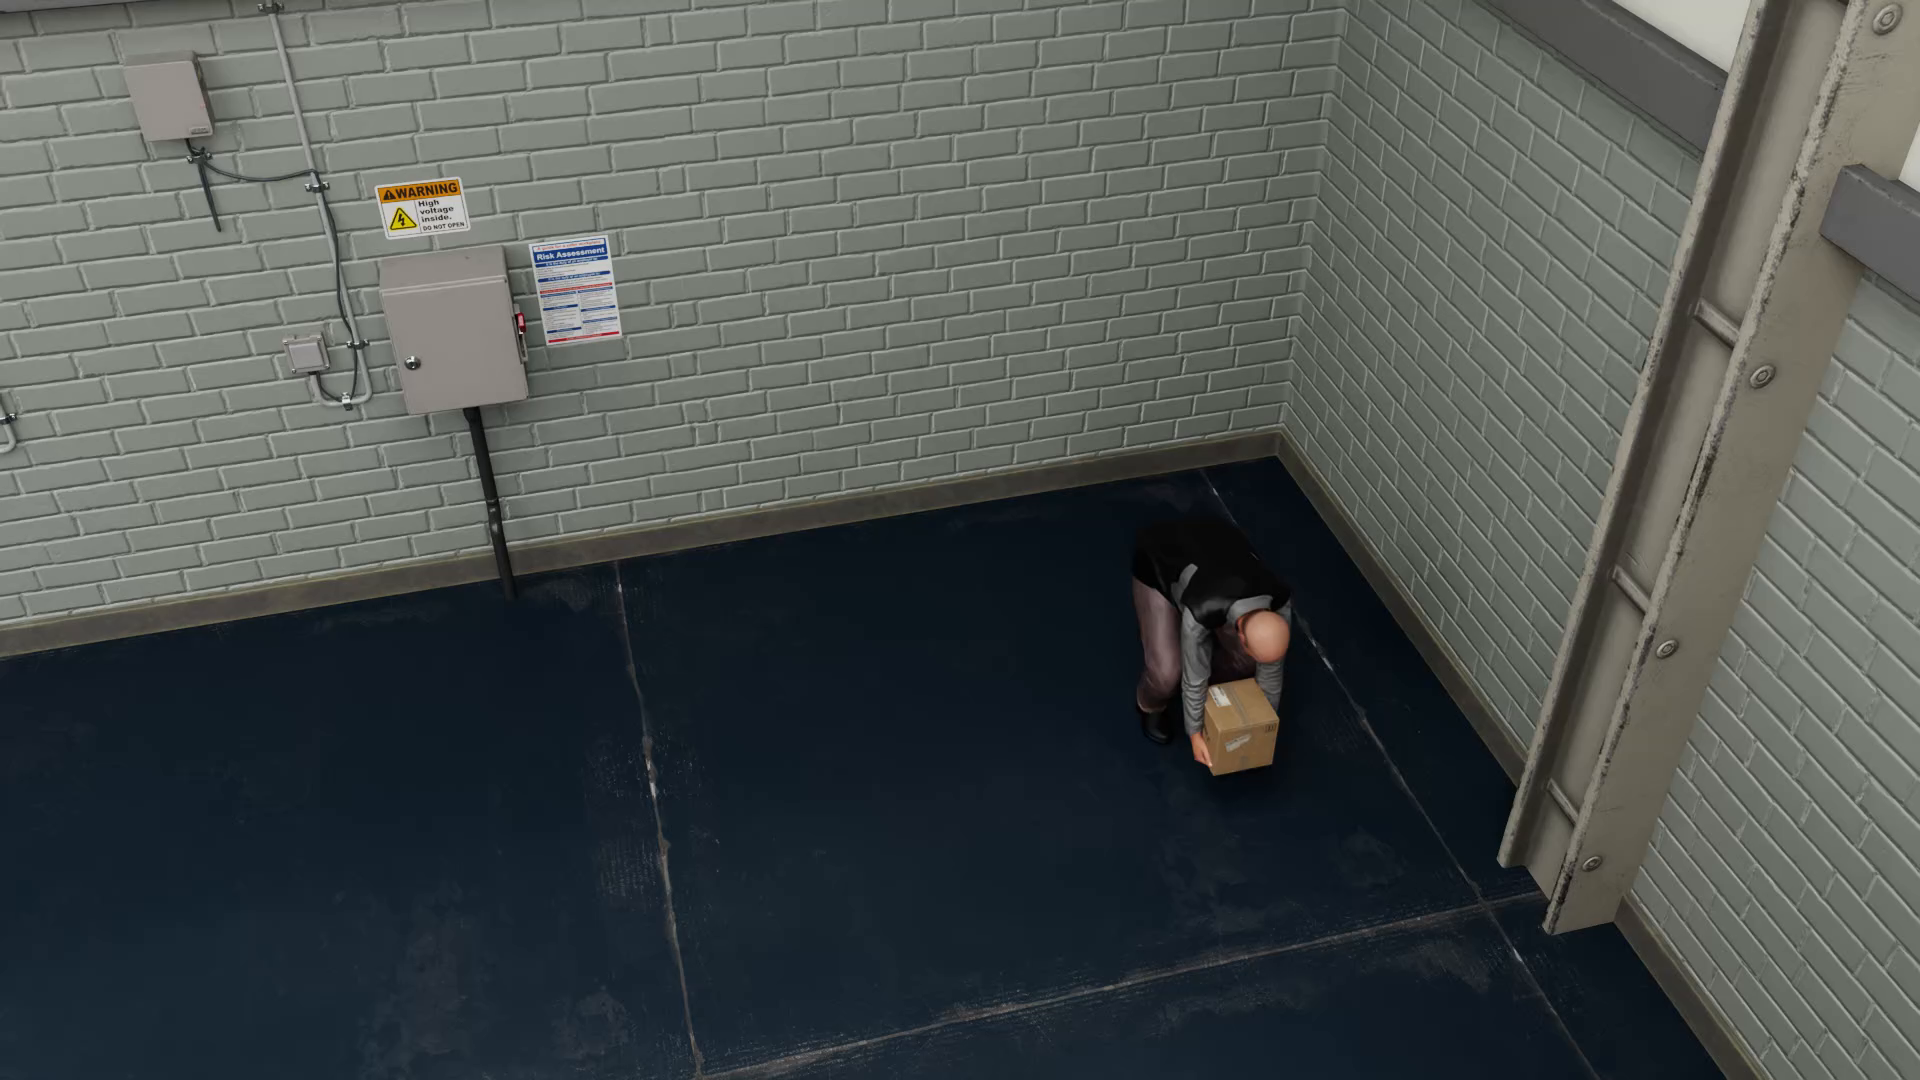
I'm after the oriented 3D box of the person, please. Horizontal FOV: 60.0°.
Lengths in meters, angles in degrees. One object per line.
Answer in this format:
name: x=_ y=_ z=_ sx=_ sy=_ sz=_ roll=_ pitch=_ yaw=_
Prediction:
person: x=1.015 y=0.451 z=6.705 sx=0.508 sy=1.048 sz=0.951 roll=-11 pitch=39 yaw=-14
